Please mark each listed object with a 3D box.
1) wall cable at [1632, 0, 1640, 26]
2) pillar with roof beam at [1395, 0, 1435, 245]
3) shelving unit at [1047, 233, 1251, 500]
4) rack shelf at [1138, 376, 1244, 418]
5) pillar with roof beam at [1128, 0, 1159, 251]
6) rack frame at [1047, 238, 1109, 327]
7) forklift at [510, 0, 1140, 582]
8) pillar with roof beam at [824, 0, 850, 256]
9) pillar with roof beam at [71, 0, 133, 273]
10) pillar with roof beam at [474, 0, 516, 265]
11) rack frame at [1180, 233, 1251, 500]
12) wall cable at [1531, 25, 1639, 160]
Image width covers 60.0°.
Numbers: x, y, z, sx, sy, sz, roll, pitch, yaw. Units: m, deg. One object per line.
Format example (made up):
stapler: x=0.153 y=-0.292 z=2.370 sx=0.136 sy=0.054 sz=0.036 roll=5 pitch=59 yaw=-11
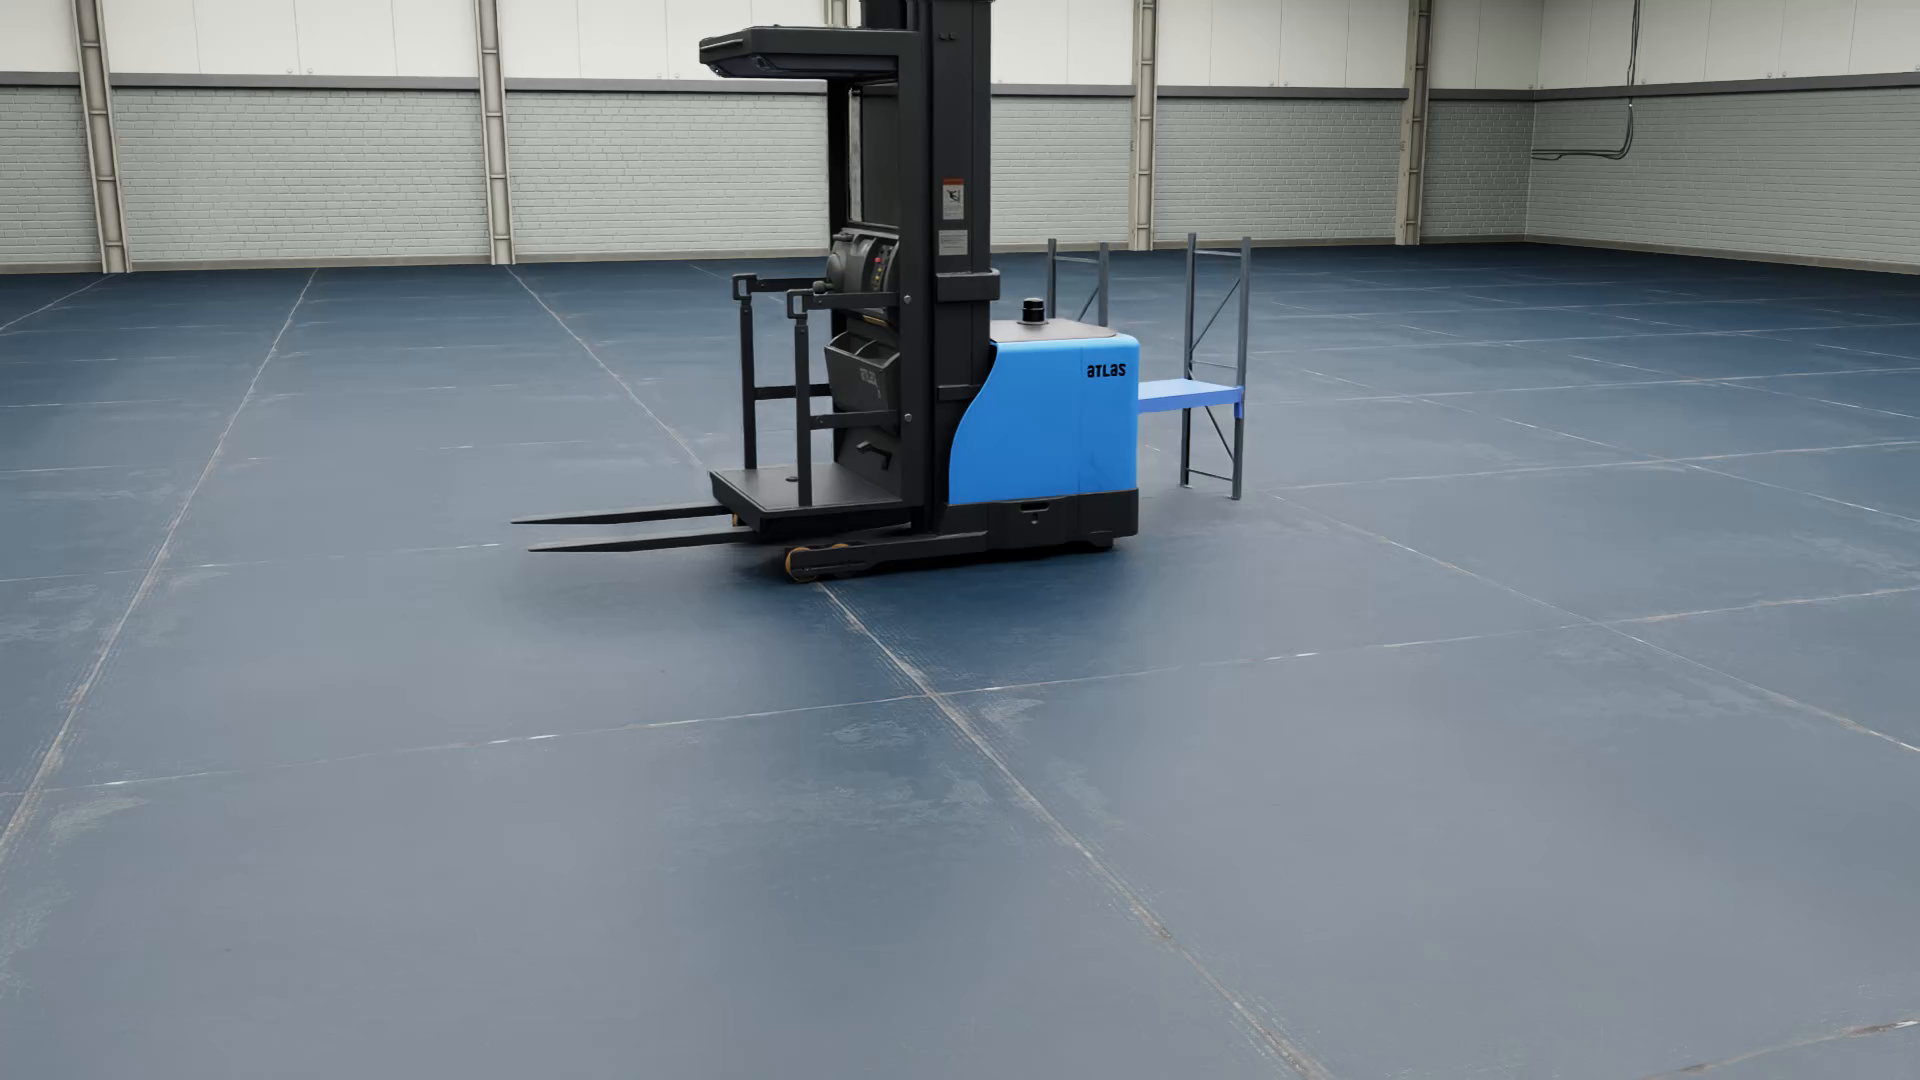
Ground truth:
wall cable: x=13.270 y=-10.740 z=30.146 sx=0.112 sy=2.526 sz=3.097 roll=-4 pitch=14 yaw=-18
pillar with roof beam: x=10.567 y=-9.516 z=29.201 sx=0.400 sy=9.000 sz=9.100 roll=-4 pitch=14 yaw=-18
shelving unit: x=1.055 y=-0.946 z=9.379 sx=1.048 sy=1.500 sz=0.538 roll=-9 pitch=16 yaw=-33
rack shelf: x=1.055 y=-0.771 z=9.421 sx=1.000 sy=0.185 sz=0.538 roll=-9 pitch=16 yaw=-33
pillar with roof beam: x=4.880 y=-9.073 z=27.339 sx=0.400 sy=9.000 sz=9.100 roll=-4 pitch=14 yaw=-18
rack frame: x=0.632 y=-0.881 z=9.104 sx=0.032 sy=1.500 sz=0.500 roll=-9 pitch=16 yaw=-33
forklift: x=-0.661 y=-1.365 z=8.047 sx=3.031 sy=2.935 sz=1.130 roll=-5 pitch=14 yaw=-21
pillar with roof beam: x=-0.807 y=-8.630 z=25.478 sx=0.400 sy=9.000 sz=9.100 roll=-4 pitch=14 yaw=-18
pillar with roof beam: x=-12.180 y=-7.744 z=21.754 sx=0.400 sy=9.000 sz=9.100 roll=-4 pitch=14 yaw=-18
pillar with roof beam: x=-6.493 y=-8.187 z=23.616 sx=0.400 sy=9.000 sz=9.100 roll=-4 pitch=14 yaw=-18
rack frame: x=1.477 y=-1.012 z=9.654 sx=0.032 sy=1.500 sz=0.500 roll=-9 pitch=16 yaw=-33
wall cable: x=12.408 y=-8.877 z=33.224 sx=0.112 sy=2.526 sz=3.097 roll=-4 pitch=14 yaw=-18
